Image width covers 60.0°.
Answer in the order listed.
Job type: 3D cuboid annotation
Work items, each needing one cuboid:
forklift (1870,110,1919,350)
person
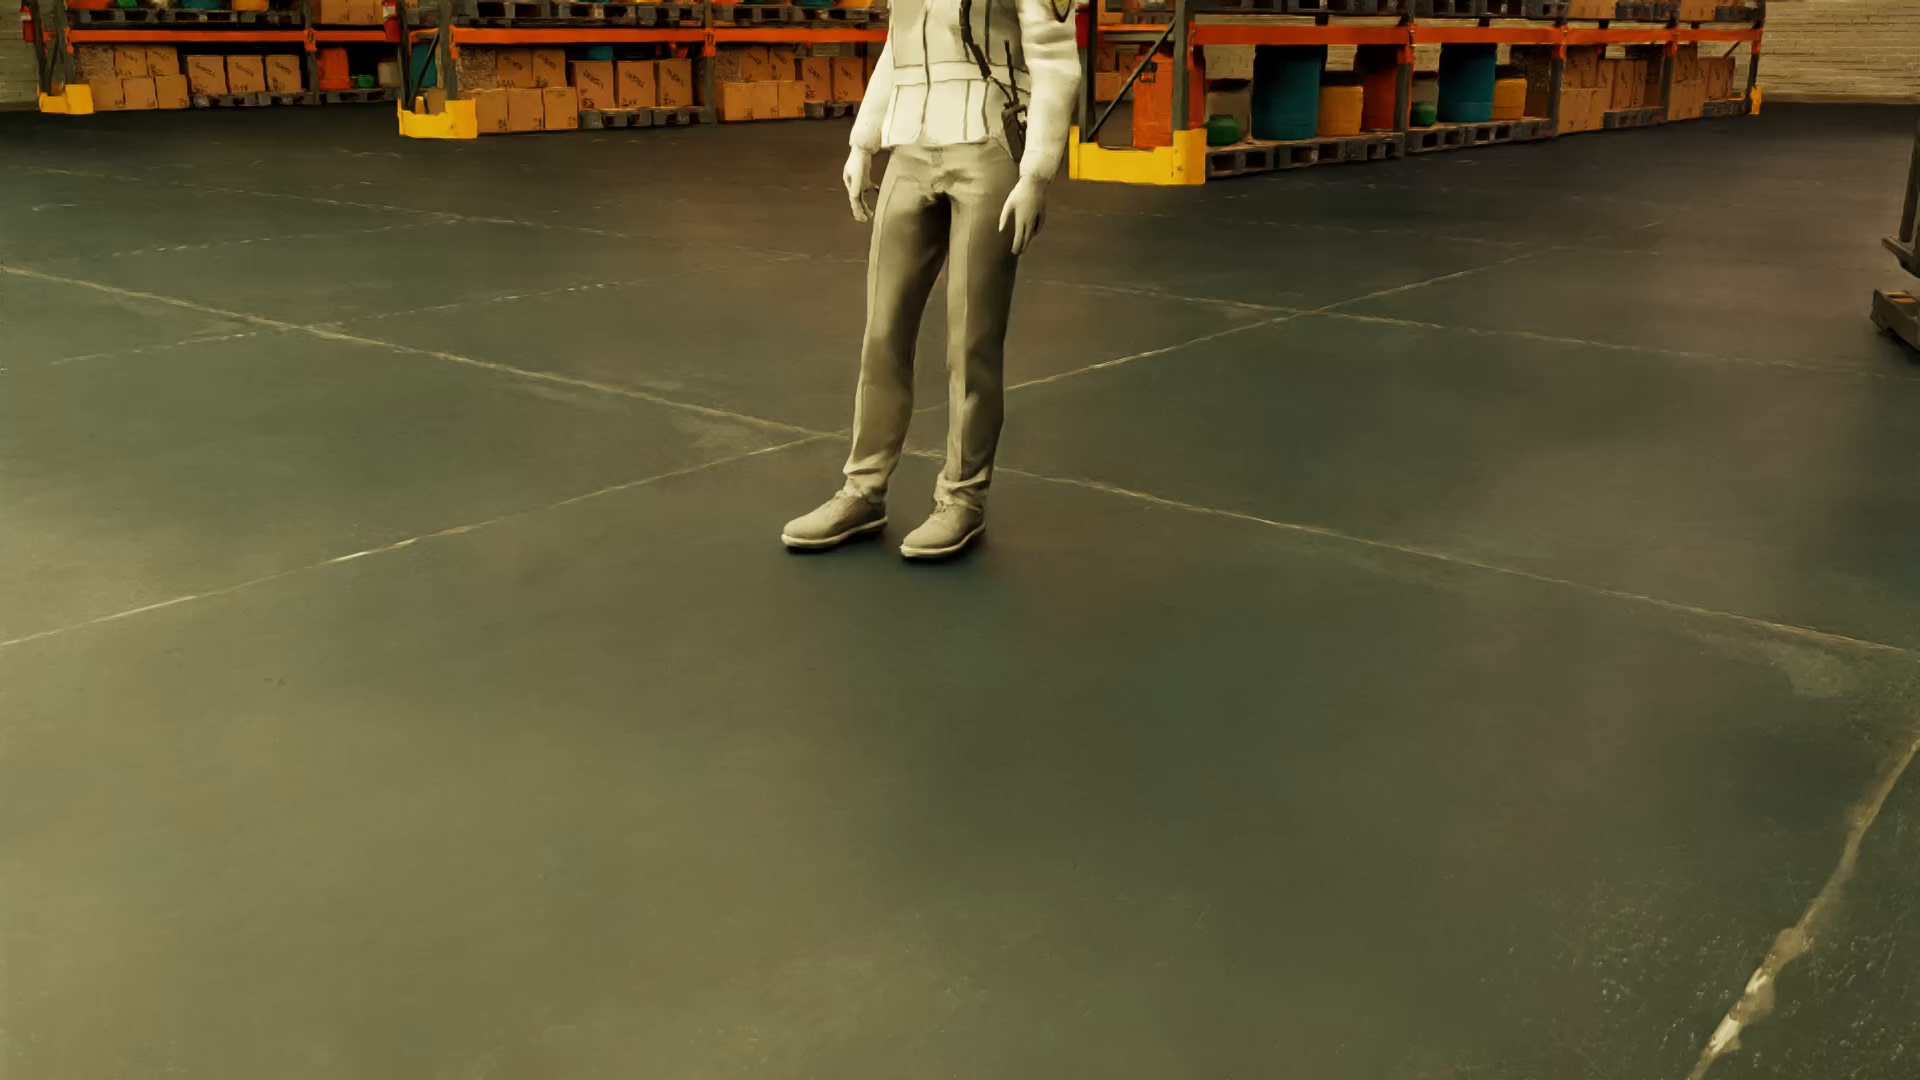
[{"bbox_3d":[4.135,-2.125,5.896,1.130,2.935,3.031,6,18,19],"label":"forklift"},{"bbox_3d":[-0.049,-0.804,3.648,0.586,1.695,0.532,13,21,37],"label":"person"}]
